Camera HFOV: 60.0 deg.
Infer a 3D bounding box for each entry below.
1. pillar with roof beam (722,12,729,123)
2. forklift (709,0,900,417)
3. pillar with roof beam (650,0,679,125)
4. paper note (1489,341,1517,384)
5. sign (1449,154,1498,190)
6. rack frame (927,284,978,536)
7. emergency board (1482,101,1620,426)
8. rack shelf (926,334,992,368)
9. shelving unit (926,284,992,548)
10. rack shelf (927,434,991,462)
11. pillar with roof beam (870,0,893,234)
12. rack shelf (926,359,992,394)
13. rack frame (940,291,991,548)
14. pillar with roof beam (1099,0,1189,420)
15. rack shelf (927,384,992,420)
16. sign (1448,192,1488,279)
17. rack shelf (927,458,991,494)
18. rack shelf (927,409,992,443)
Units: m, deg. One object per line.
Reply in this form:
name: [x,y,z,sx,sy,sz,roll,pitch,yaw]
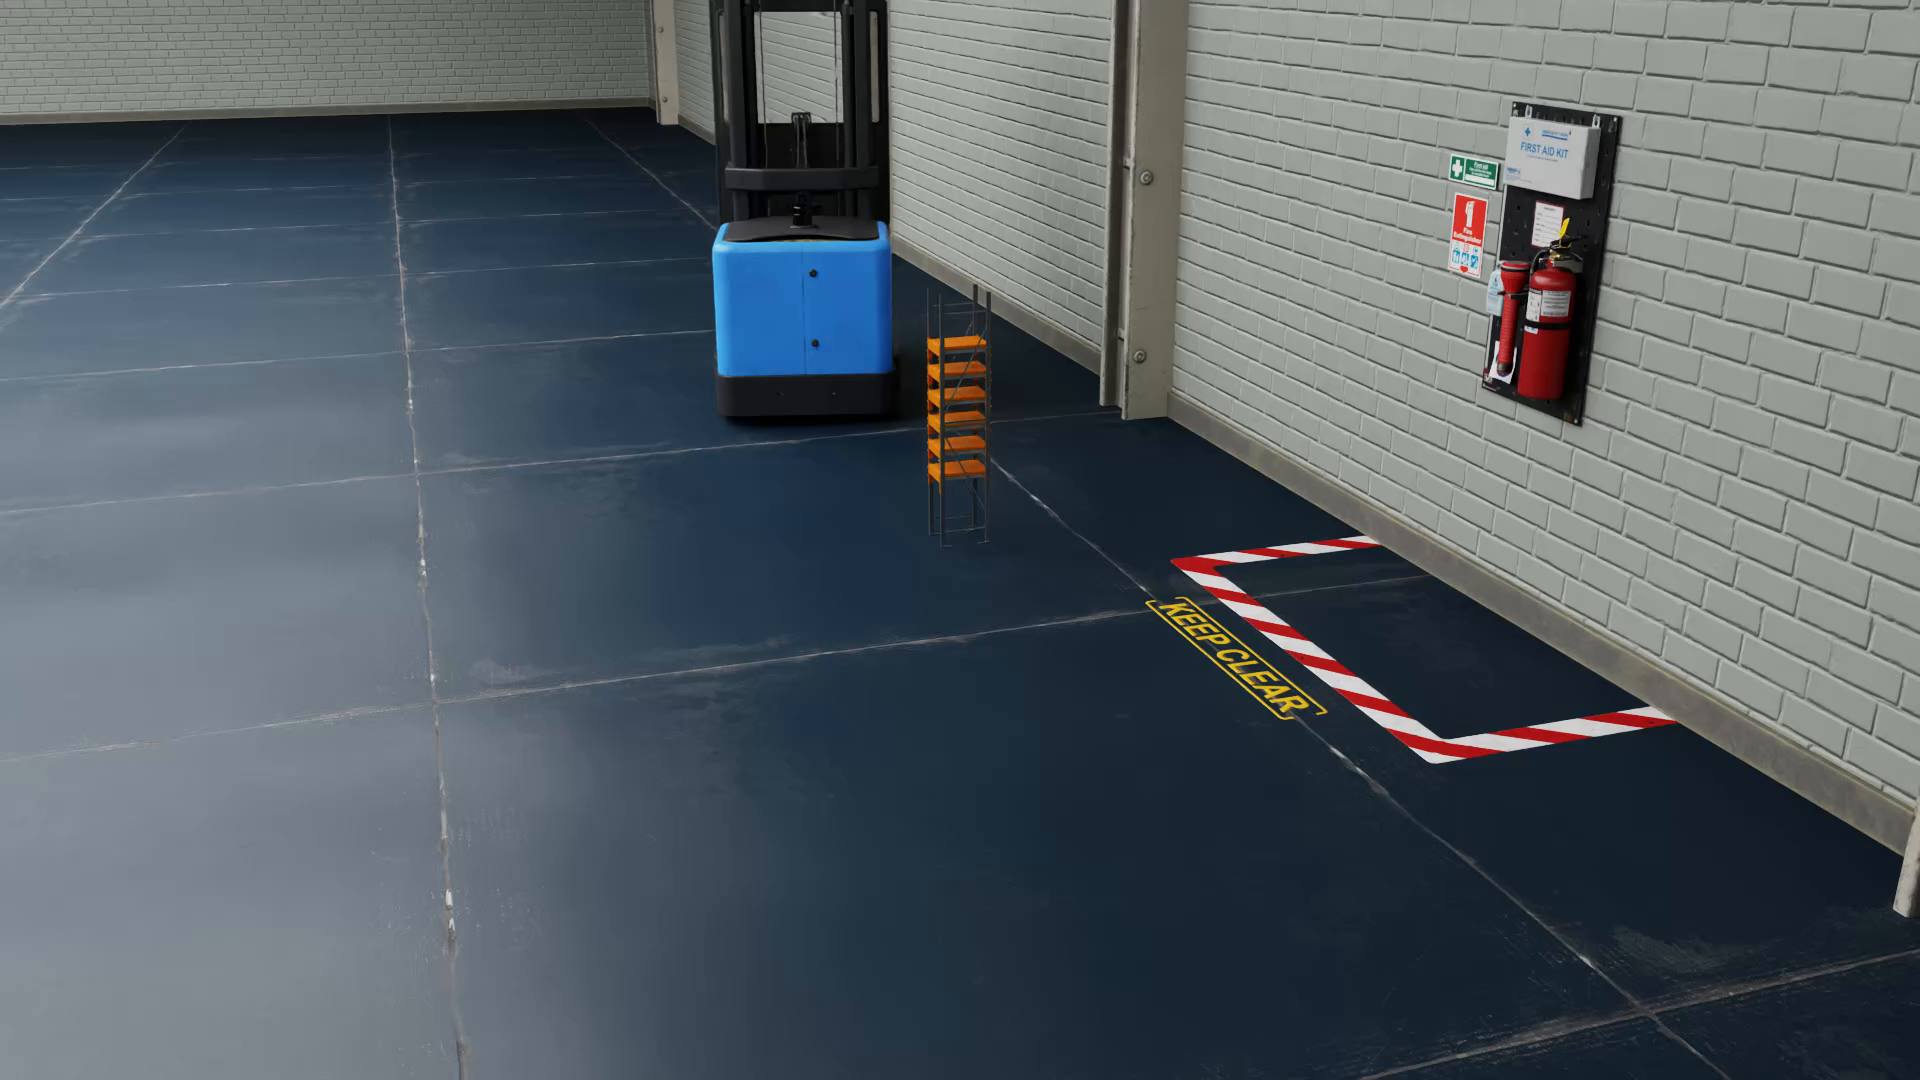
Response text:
pillar with roof beam: [-6.792,-8.423,18.055,9.100,9.000,0.400,-6,21,-17]
forklift: [-1.005,-2.553,10.688,1.130,2.935,3.031,-1,20,-4]
pillar with roof beam: [-8.678,-10.349,23.416,9.100,9.000,0.400,-6,21,-17]
paper note: [2.222,-0.728,6.808,0.016,0.148,0.142,-6,21,-17]
sign: [2.129,-1.530,6.902,0.001,0.109,0.331,-6,21,-17]
rack frame: [-0.033,-0.599,7.808,0.240,1.200,0.006,-6,21,-17]
emergency board: [2.212,-1.078,6.480,0.194,1.169,0.643,-6,21,-17]
rack shelf: [-0.005,-0.866,7.620,0.258,0.103,0.180,-6,21,-17]
shelving unit: [-0.005,-0.569,7.727,0.258,1.200,0.189,-6,21,-17]
rack shelf: [-0.005,-0.415,7.782,0.258,0.103,0.180,-6,21,-17]
pillar with roof beam: [-4.906,-6.498,12.695,9.100,9.000,0.400,-6,21,-17]
rack shelf: [-0.005,-0.753,7.660,0.258,0.103,0.180,-6,21,-17]
rack frame: [0.024,-0.540,7.645,0.240,1.200,0.006,-6,21,-17]
pillar with roof beam: [-3.020,-4.572,7.334,9.100,9.000,0.400,-6,21,-17]
rack shelf: [-0.005,-0.640,7.701,0.258,0.103,0.180,-6,21,-17]
sign: [2.136,-1.283,6.999,0.001,0.329,0.234,-6,21,-17]
rack shelf: [-0.005,-0.302,7.823,0.258,0.103,0.180,-6,21,-17]
rack shelf: [-0.005,-0.528,7.742,0.258,0.103,0.180,-6,21,-17]
